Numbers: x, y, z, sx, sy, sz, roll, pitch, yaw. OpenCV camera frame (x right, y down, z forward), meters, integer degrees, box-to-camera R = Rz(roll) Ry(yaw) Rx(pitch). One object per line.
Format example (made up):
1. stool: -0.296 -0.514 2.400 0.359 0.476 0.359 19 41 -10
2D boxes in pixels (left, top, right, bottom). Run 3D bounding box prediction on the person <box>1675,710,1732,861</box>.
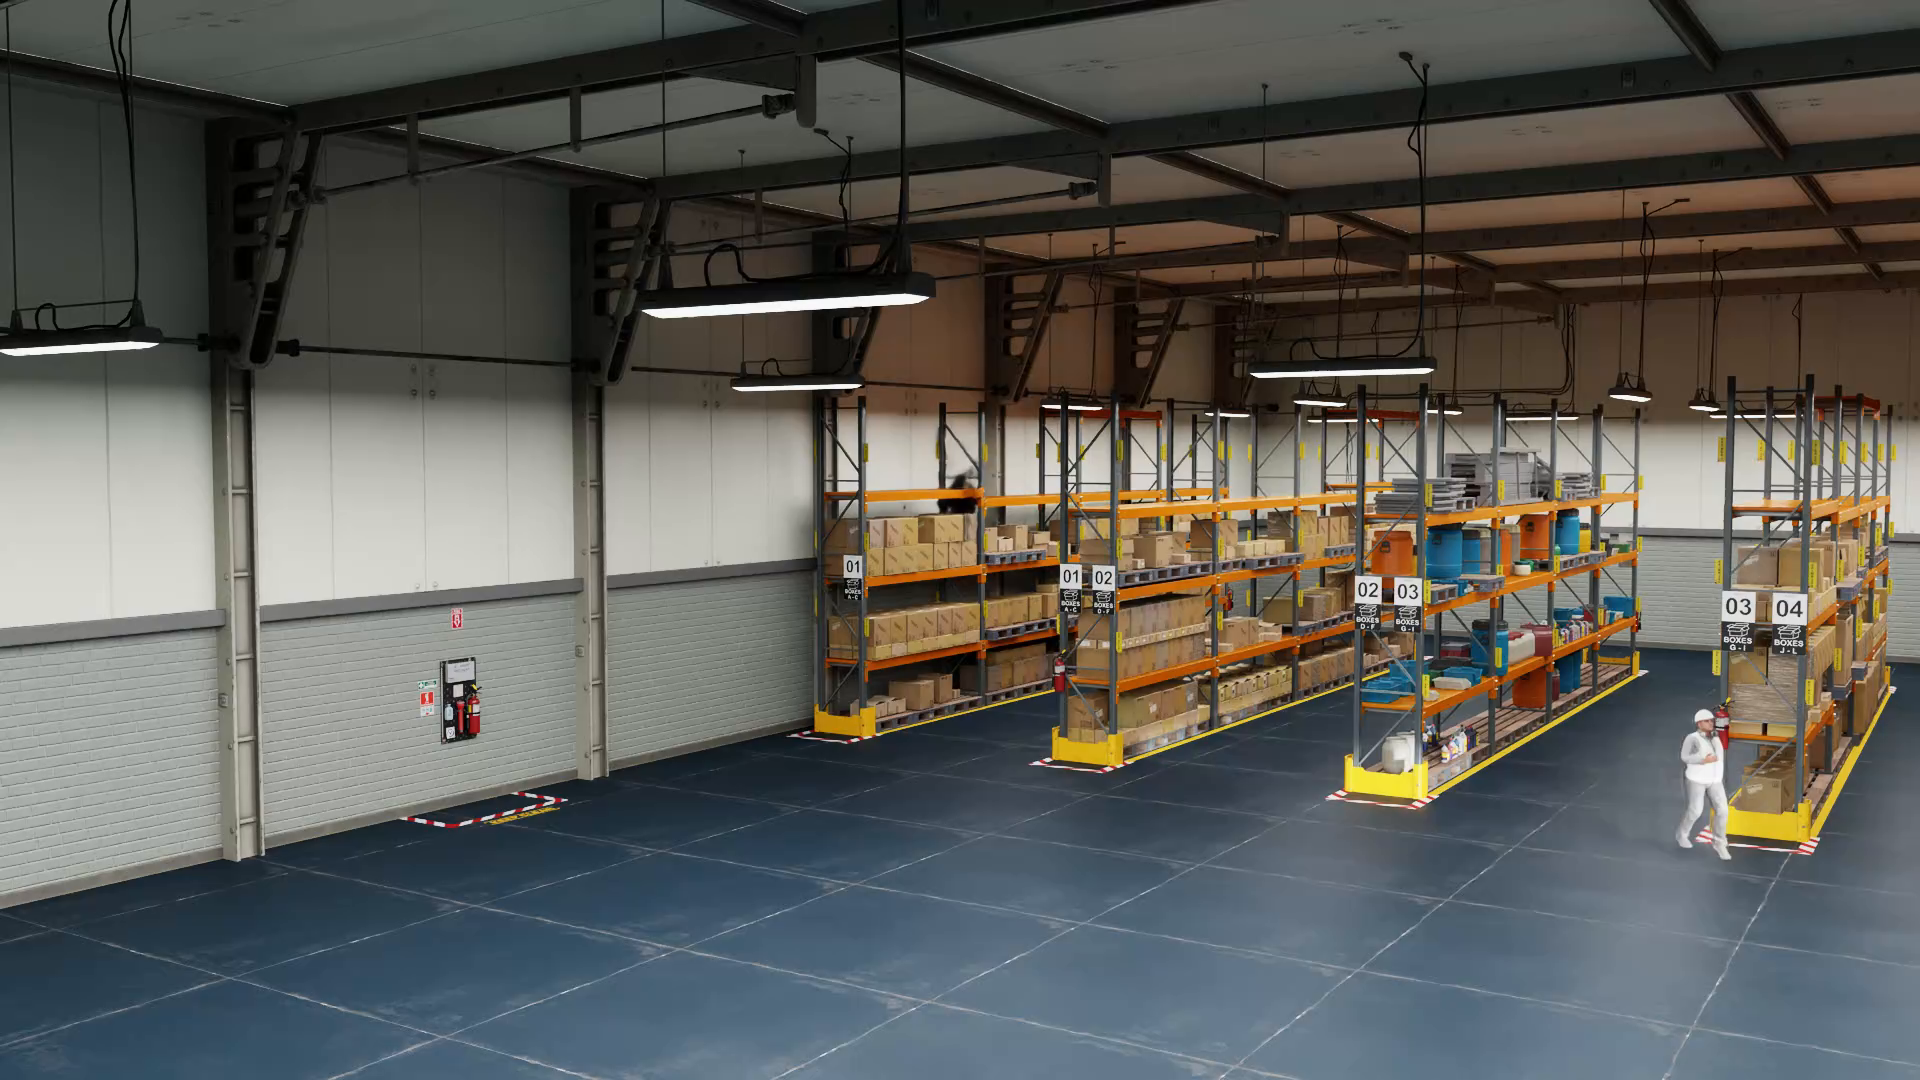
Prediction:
1. person: 9.250 3.029 20.700 0.656 1.844 0.729 -1 3 -13
